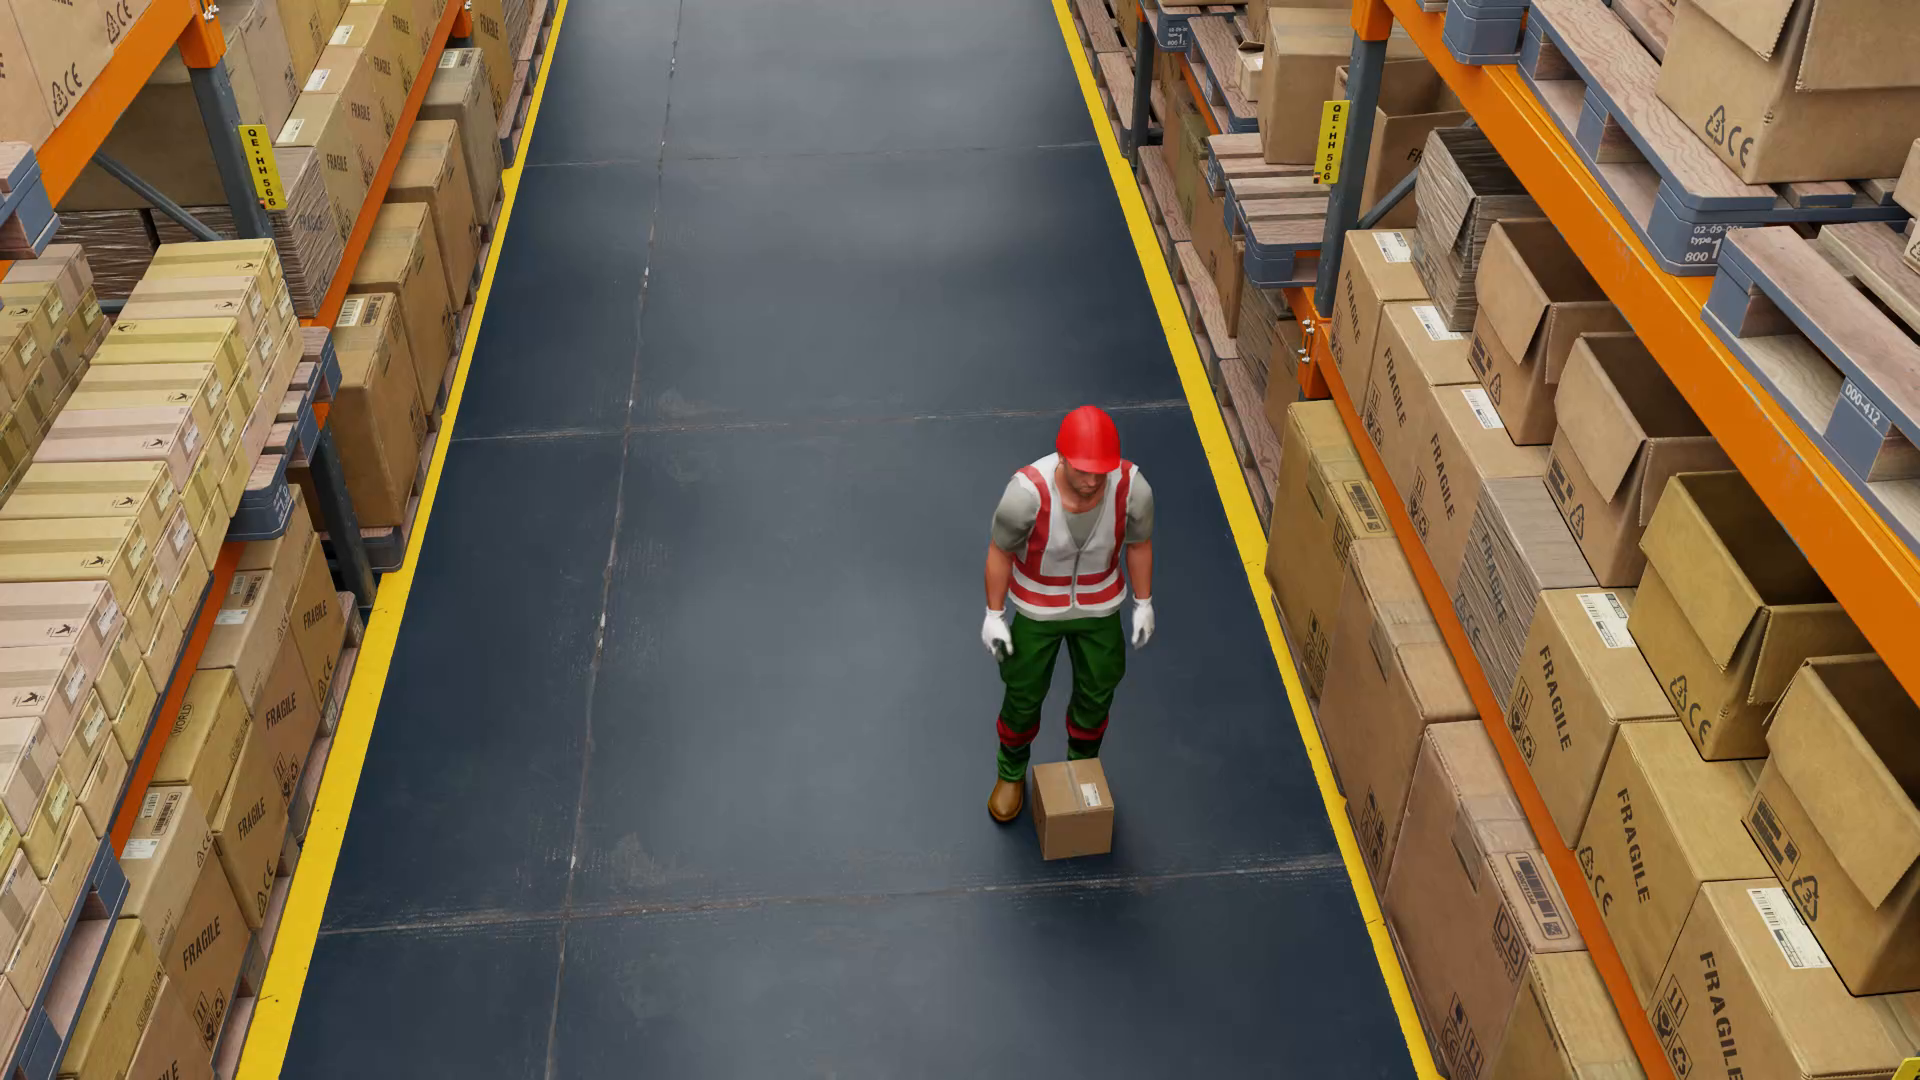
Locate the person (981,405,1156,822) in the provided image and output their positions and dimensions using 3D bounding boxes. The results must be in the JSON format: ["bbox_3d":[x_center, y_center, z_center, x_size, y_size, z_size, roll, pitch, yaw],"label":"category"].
[{"bbox_3d":[0.381,0.257,5.822,0.623,1.780,0.451,-4,39,-5],"label":"person"}]
